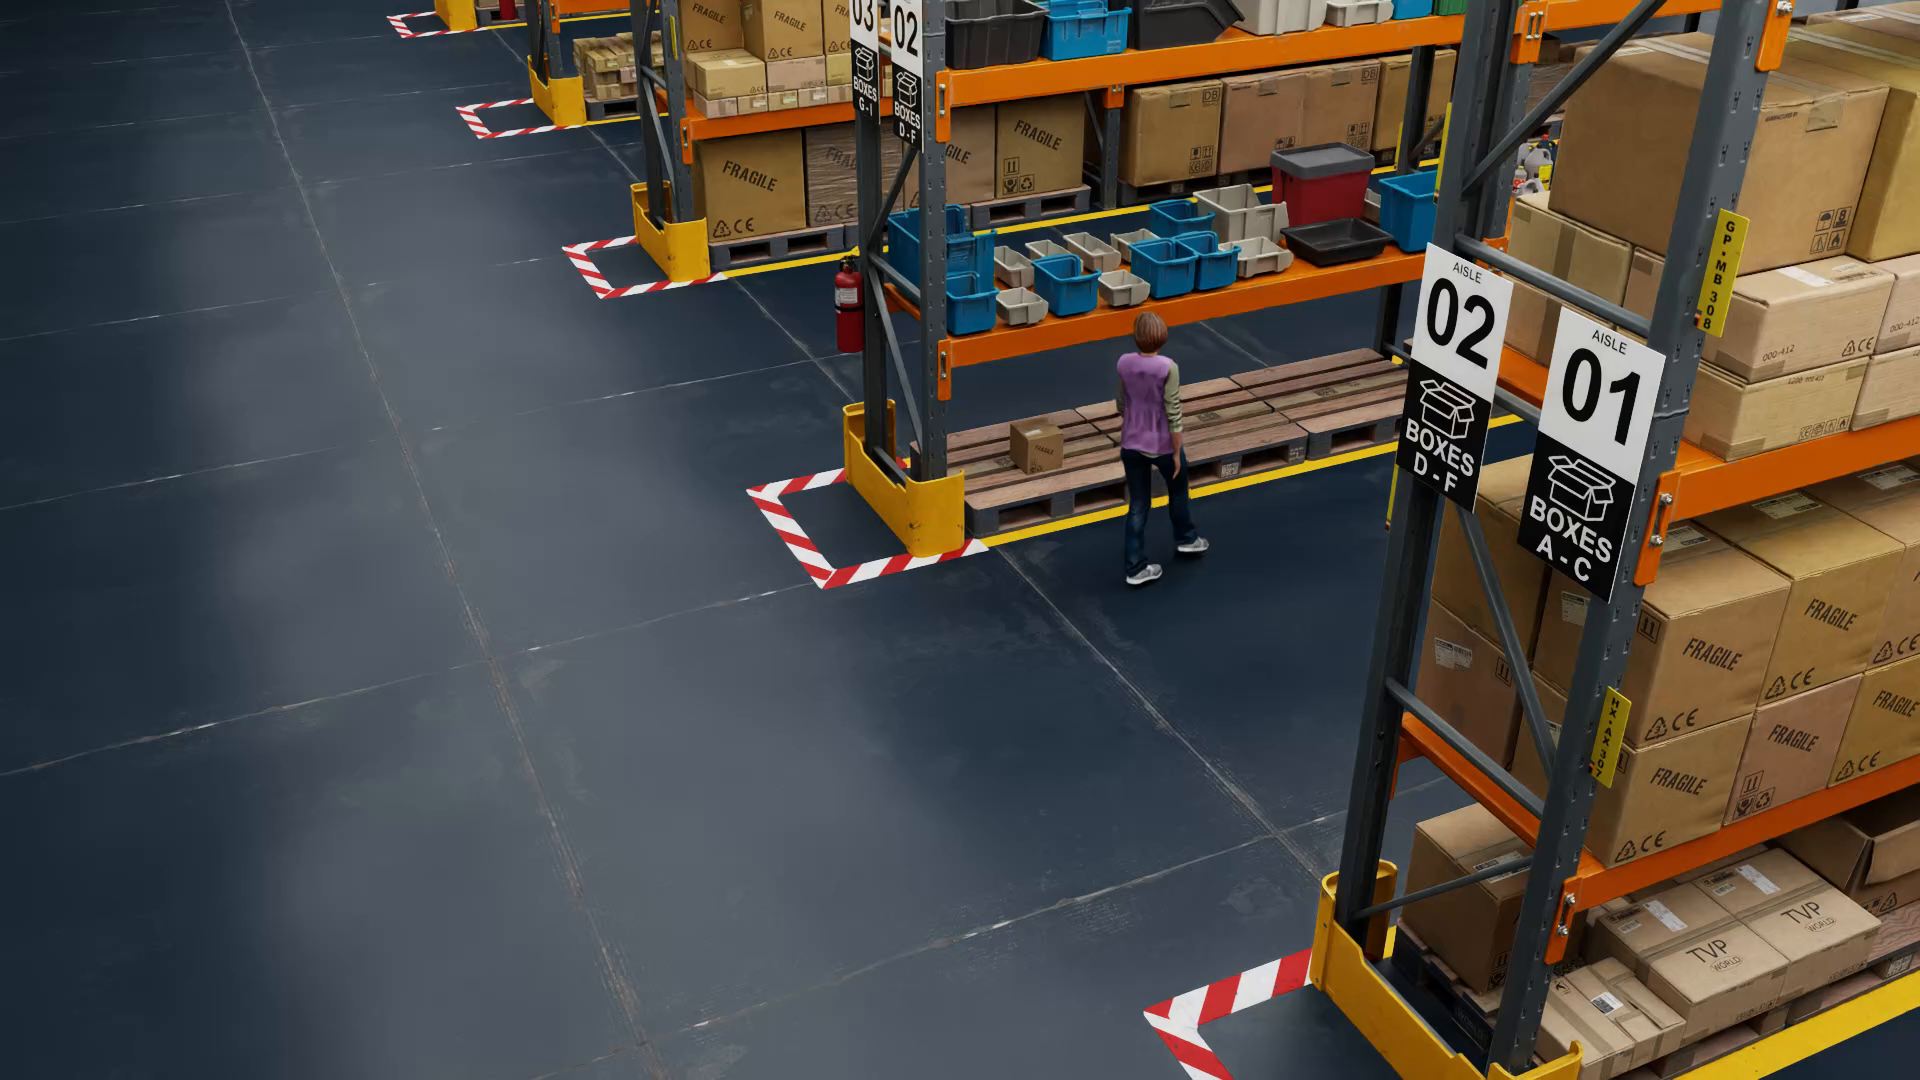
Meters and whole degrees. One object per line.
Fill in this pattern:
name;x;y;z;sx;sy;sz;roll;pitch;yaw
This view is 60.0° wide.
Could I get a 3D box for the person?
person;1.120;-0.547;9.396;0.510;1.577;0.709;13;32;22
